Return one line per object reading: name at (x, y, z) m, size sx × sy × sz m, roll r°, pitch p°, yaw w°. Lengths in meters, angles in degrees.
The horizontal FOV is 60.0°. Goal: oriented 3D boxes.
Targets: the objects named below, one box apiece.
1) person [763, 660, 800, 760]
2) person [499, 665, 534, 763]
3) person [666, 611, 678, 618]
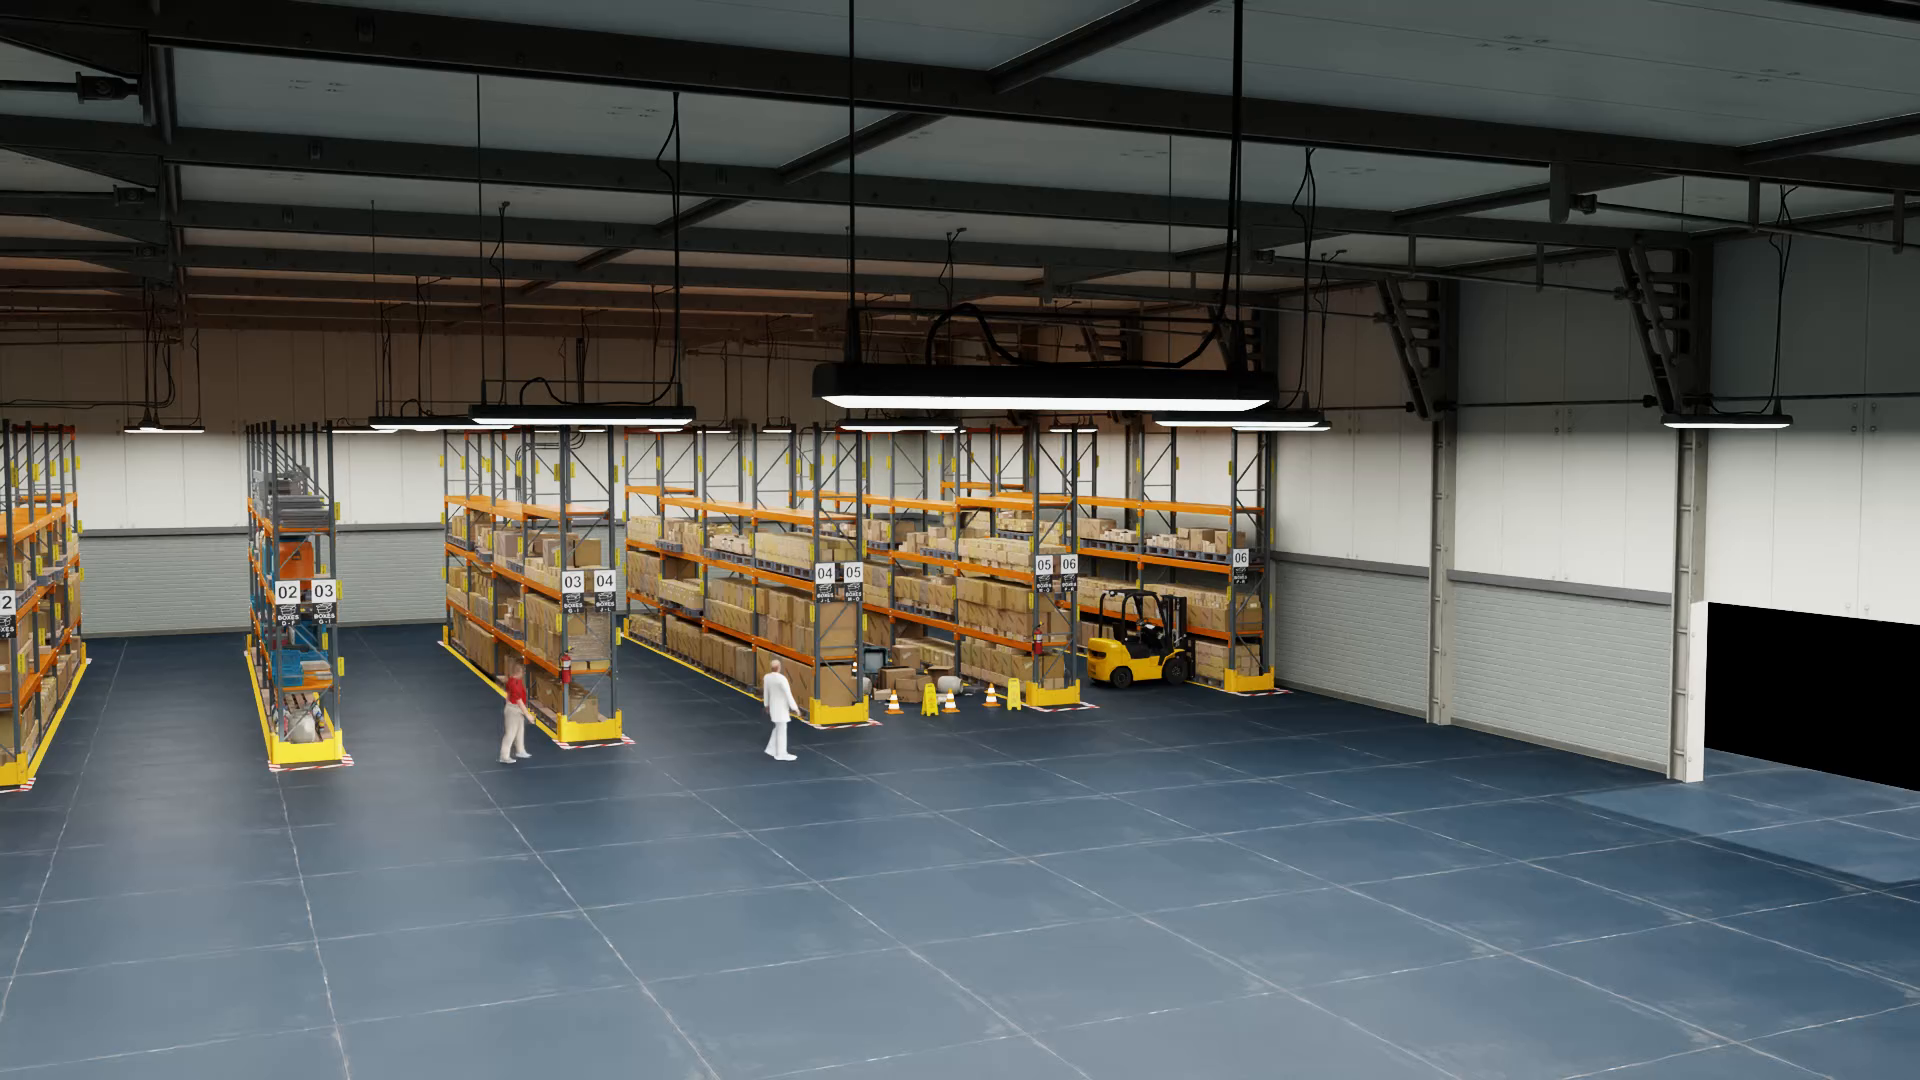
person at (-3.168, 3.009, 29.437) m, size 0.556 × 1.816 × 0.669 m, roll -2°, pitch 4°, yaw -26°
person at (-7.837, 3.066, 29.329) m, size 0.600 × 1.755 × 0.726 m, roll -1°, pitch 4°, yaw -17°
person at (-8.718, 1.762, 49.933) m, size 0.603 × 1.705 × 0.555 m, roll -1°, pitch 4°, yaw -10°
